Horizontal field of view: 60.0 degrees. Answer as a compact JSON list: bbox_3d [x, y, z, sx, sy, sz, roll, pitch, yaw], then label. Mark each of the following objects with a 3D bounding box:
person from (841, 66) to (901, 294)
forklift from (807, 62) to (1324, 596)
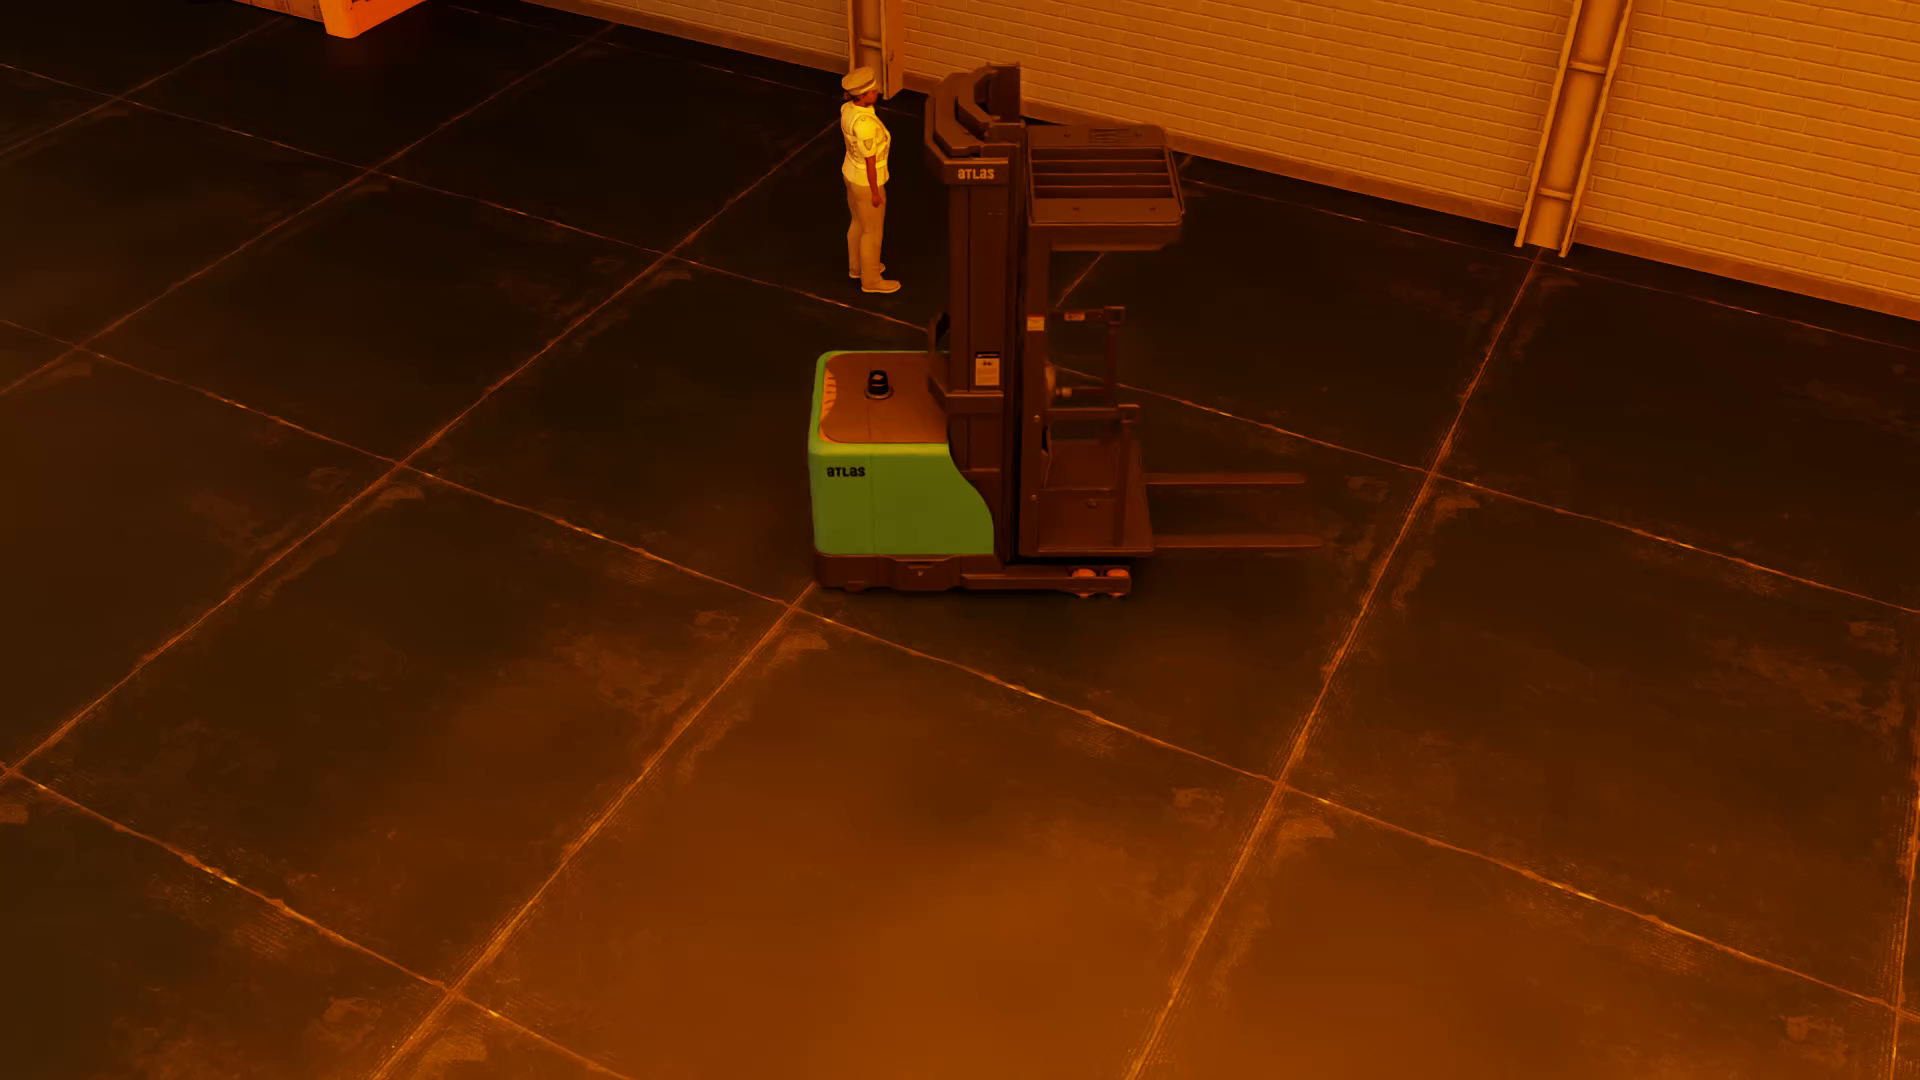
[{"bbox_3d":[-0.668,-2.607,12.049,0.339,1.692,0.446,-15,42,-17],"label":"person"},{"bbox_3d":[0.646,-1.132,9.330,3.031,2.935,1.130,0,40,0],"label":"forklift"}]
